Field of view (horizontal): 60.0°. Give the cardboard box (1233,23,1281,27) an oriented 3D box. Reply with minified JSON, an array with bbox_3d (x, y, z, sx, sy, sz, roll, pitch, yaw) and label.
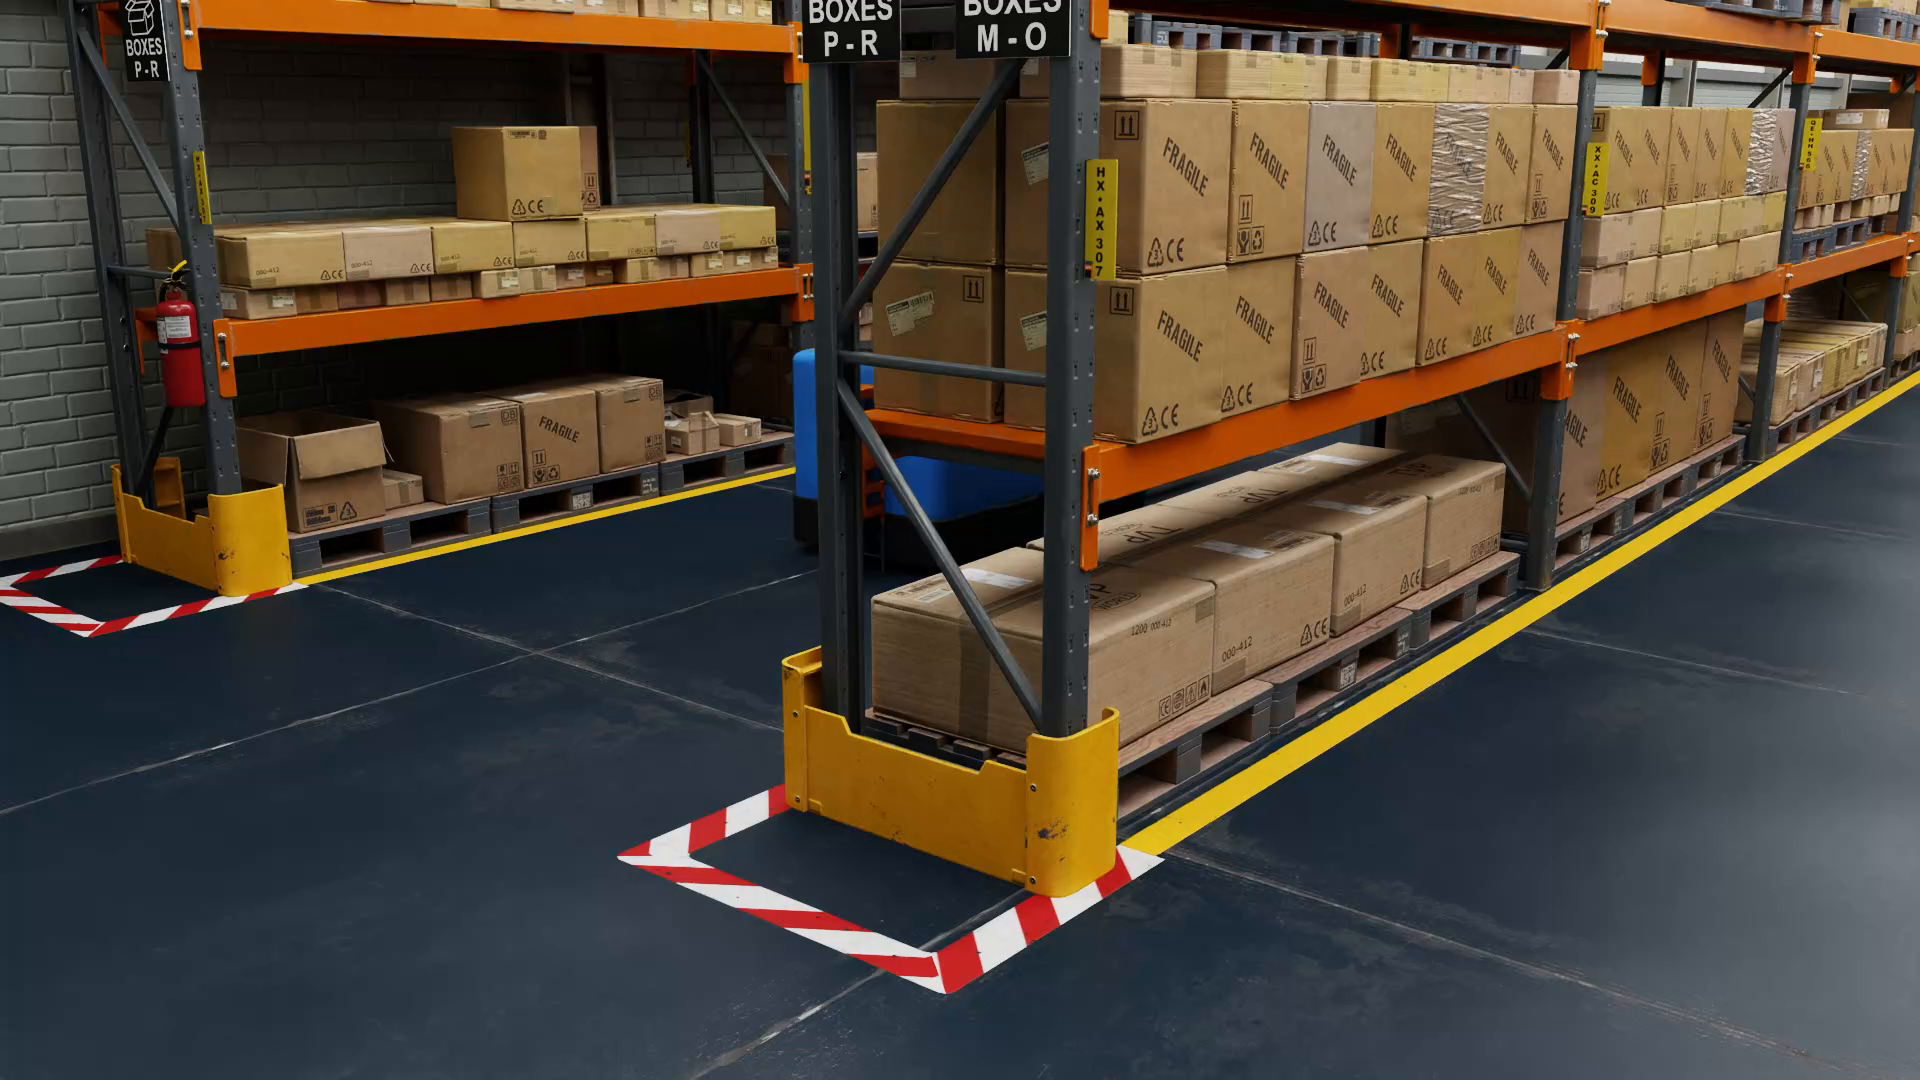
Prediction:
[{"bbox_3d":[2.701,-4.756,15.115,0.380,0.149,0.250,11,18,37],"label":"cardboard box"}]

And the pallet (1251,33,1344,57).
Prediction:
[{"bbox_3d":[3.096,-4.768,16.094,0.805,0.209,1.217,10,18,35],"label":"pallet"}]

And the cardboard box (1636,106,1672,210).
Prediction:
[{"bbox_3d":[3.274,-1.953,8.483,0.500,0.500,0.500,11,18,37],"label":"cardboard box"}]

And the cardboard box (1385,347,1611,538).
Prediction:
[{"bbox_3d":[2.803,-0.583,8.787,0.875,0.875,0.875,12,19,39],"label":"cardboard box"}]

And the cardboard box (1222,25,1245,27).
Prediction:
[{"bbox_3d":[2.405,-4.824,15.345,0.380,0.166,0.250,11,18,38],"label":"cardboard box"}]

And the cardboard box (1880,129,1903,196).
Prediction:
[{"bbox_3d":[7.081,-2.987,13.129,0.500,0.500,0.500,11,18,38],"label":"cardboard box"}]

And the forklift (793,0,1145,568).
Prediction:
[{"bbox_3d":[0.416,-1.573,9.362,1.130,2.935,3.031,11,18,37],"label":"forklift"}]

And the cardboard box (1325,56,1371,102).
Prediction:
[{"bbox_3d":[1.227,-1.631,5.899,0.380,0.149,0.250,11,18,38],"label":"cardboard box"}]

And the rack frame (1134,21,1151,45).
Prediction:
[{"bbox_3d":[1.126,-2.811,14.098,1.000,3.000,0.127,11,18,38],"label":"rack frame"}]

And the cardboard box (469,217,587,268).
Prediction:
[{"bbox_3d":[-2.470,-1.691,9.389,0.500,0.250,0.500,11,18,36],"label":"cardboard box"}]

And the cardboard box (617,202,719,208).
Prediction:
[{"bbox_3d":[-1.909,-2.064,10.855,0.500,0.250,0.500,11,18,37],"label":"cardboard box"}]

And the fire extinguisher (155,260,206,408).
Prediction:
[{"bbox_3d":[-3.635,-0.961,7.730,0.296,0.674,0.183,11,18,38],"label":"fire extinguisher"}]

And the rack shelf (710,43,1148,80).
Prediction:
[{"bbox_3d":[-0.131,-3.534,12.309,1.077,0.370,4.000,11,18,38],"label":"rack shelf"}]

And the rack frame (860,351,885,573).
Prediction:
[{"bbox_3d":[-0.477,-0.431,8.381,0.240,1.200,0.006,11,18,37],"label":"rack frame"}]

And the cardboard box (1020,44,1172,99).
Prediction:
[{"bbox_3d":[0.400,-1.385,4.930,0.380,0.149,0.250,12,18,39],"label":"cardboard box"}]

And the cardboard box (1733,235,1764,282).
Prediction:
[{"bbox_3d":[4.565,-1.734,10.161,0.500,0.250,0.500,12,18,39],"label":"cardboard box"}]

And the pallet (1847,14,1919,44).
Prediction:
[{"bbox_3d":[7.033,-4.071,13.346,1.213,0.211,1.003,11,18,38],"label":"pallet"}]

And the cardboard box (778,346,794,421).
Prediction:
[{"bbox_3d":[-0.909,-1.095,11.566,0.500,0.500,0.500,12,19,40],"label":"cardboard box"}]

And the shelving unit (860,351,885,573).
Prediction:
[{"bbox_3d":[-0.533,-0.413,8.311,0.258,1.200,0.189,11,18,37],"label":"shelving unit"}]

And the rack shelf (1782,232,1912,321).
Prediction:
[{"bbox_3d":[6.246,-2.078,12.673,1.077,0.370,4.000,11,18,38],"label":"rack shelf"}]

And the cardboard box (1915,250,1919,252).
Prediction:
[{"bbox_3d":[8.531,-2.543,14.933,0.380,0.149,0.250,12,19,40],"label":"cardboard box"}]

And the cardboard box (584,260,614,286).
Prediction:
[{"bbox_3d":[-2.257,-1.585,9.781,0.380,0.149,0.250,12,18,38],"label":"cardboard box"}]

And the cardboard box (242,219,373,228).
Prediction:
[{"bbox_3d":[-3.494,-1.579,8.945,0.500,0.250,0.500,11,18,38],"label":"cardboard box"}]

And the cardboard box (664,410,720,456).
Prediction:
[{"bbox_3d":[-1.734,-0.703,10.499,0.396,0.266,0.258,12,19,40],"label":"cardboard box"}]

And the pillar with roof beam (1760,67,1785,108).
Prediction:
[{"bbox_3d":[19.677,-10.038,30.361,9.100,9.000,0.400,11,18,38],"label":"pillar with roof beam"}]

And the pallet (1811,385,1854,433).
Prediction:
[{"bbox_3d":[6.249,-1.075,12.924,1.003,0.211,1.213,11,18,38],"label":"pallet"}]

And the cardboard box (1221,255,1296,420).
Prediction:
[{"bbox_3d":[0.783,-0.709,5.619,0.500,0.500,0.500,11,18,37],"label":"cardboard box"}]

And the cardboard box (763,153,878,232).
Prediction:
[{"bbox_3d":[-0.910,-2.355,11.247,0.700,0.500,0.500,12,18,39],"label":"cardboard box"}]

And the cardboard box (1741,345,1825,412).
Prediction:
[{"bbox_3d":[5.810,-1.223,12.330,0.950,0.372,0.625,11,18,36],"label":"cardboard box"}]

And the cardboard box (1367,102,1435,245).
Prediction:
[{"bbox_3d":[1.434,-1.388,6.262,0.500,0.500,0.500,11,18,38],"label":"cardboard box"}]

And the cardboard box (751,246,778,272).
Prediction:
[{"bbox_3d":[-1.392,-1.823,10.719,0.380,0.149,0.250,12,18,38],"label":"cardboard box"}]

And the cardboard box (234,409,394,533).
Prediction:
[{"bbox_3d":[-3.444,-0.375,8.726,0.797,0.503,0.637,10,18,35],"label":"cardboard box"}]

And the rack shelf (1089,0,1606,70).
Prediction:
[{"bbox_3d":[1.218,-2.000,6.273,1.077,0.370,4.000,11,18,38],"label":"rack shelf"}]

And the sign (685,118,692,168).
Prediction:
[{"bbox_3d":[-1.822,-2.692,11.275,0.100,0.325,0.005,11,18,38],"label":"sign"}]

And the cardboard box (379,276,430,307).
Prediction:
[{"bbox_3d":[-3.013,-1.329,8.771,0.380,0.149,0.250,12,19,39],"label":"cardboard box"}]

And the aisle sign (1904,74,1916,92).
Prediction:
[{"bbox_3d":[9.815,-4.896,17.023,0.394,0.787,0.004,11,18,38],"label":"aisle sign"}]

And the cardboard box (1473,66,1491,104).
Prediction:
[{"bbox_3d":[1.970,-1.886,6.904,0.380,0.149,0.250,11,18,37],"label":"cardboard box"}]

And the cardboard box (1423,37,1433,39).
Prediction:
[{"bbox_3d":[4.809,-5.455,17.630,0.396,0.266,0.258,11,18,36],"label":"cardboard box"}]

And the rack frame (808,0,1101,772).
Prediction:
[{"bbox_3d":[-0.039,-0.512,5.046,1.000,3.000,0.127,11,18,38],"label":"rack frame"}]

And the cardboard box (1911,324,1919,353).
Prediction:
[{"bbox_3d":[8.411,-1.856,15.069,0.500,0.250,0.500,13,19,41],"label":"cardboard box"}]

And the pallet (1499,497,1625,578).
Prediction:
[{"bbox_3d":[2.902,-0.086,9.032,1.003,0.211,1.213,11,18,38],"label":"pallet"}]

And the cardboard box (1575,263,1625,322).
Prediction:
[{"bbox_3d":[2.957,-1.249,8.251,0.500,0.250,0.500,11,18,36],"label":"cardboard box"}]

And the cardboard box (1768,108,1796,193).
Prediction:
[{"bbox_3d":[4.868,-2.438,10.392,0.500,0.500,0.500,11,18,36],"label":"cardboard box"}]

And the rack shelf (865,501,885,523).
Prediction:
[{"bbox_3d":[-0.533,-0.137,8.381,0.258,0.103,0.180,11,18,37],"label":"rack shelf"}]

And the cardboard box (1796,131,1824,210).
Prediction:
[{"bbox_3d":[5.452,-2.491,11.174,0.500,0.500,0.500,11,18,36],"label":"cardboard box"}]

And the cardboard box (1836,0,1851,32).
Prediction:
[{"bbox_3d":[5.926,-3.844,11.862,0.797,0.503,0.637,11,18,38],"label":"cardboard box"}]

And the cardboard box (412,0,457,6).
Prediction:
[{"bbox_3d":[-2.806,-2.820,8.551,0.380,0.149,0.250,11,18,37],"label":"cardboard box"}]

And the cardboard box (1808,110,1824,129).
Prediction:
[{"bbox_3d":[6.933,-3.485,13.773,0.380,0.149,0.250,11,18,37],"label":"cardboard box"}]

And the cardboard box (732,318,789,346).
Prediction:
[{"bbox_3d":[-1.381,-1.467,11.711,0.380,0.149,0.250,10,18,35],"label":"cardboard box"}]

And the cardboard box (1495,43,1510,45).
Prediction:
[{"bbox_3d":[6.066,-5.975,19.201,0.500,0.500,0.500,12,19,39],"label":"cardboard box"}]

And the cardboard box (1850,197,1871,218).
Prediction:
[{"bbox_3d":[6.742,-2.557,12.755,0.380,0.149,0.250,11,18,37],"label":"cardboard box"}]

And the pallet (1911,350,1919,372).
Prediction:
[{"bbox_3d":[8.664,-1.827,15.887,1.003,0.211,1.213,11,18,38],"label":"pallet"}]

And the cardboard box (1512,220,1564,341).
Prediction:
[{"bbox_3d":[2.383,-1.198,7.544,0.500,0.500,0.500,11,18,38],"label":"cardboard box"}]

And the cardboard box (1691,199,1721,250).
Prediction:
[{"bbox_3d":[3.931,-1.782,9.335,0.500,0.250,0.500,11,18,36],"label":"cardboard box"}]

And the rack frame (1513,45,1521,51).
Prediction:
[{"bbox_3d":[6.154,-7.251,19.390,1.000,3.000,0.127,11,18,38],"label":"rack frame"}]

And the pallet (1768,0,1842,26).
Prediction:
[{"bbox_3d":[4.626,-3.275,10.213,1.213,0.211,1.003,12,19,40],"label":"pallet"}]

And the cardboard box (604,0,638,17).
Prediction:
[{"bbox_3d":[-2.065,-3.073,9.547,0.380,0.149,0.250,12,19,39],"label":"cardboard box"}]
